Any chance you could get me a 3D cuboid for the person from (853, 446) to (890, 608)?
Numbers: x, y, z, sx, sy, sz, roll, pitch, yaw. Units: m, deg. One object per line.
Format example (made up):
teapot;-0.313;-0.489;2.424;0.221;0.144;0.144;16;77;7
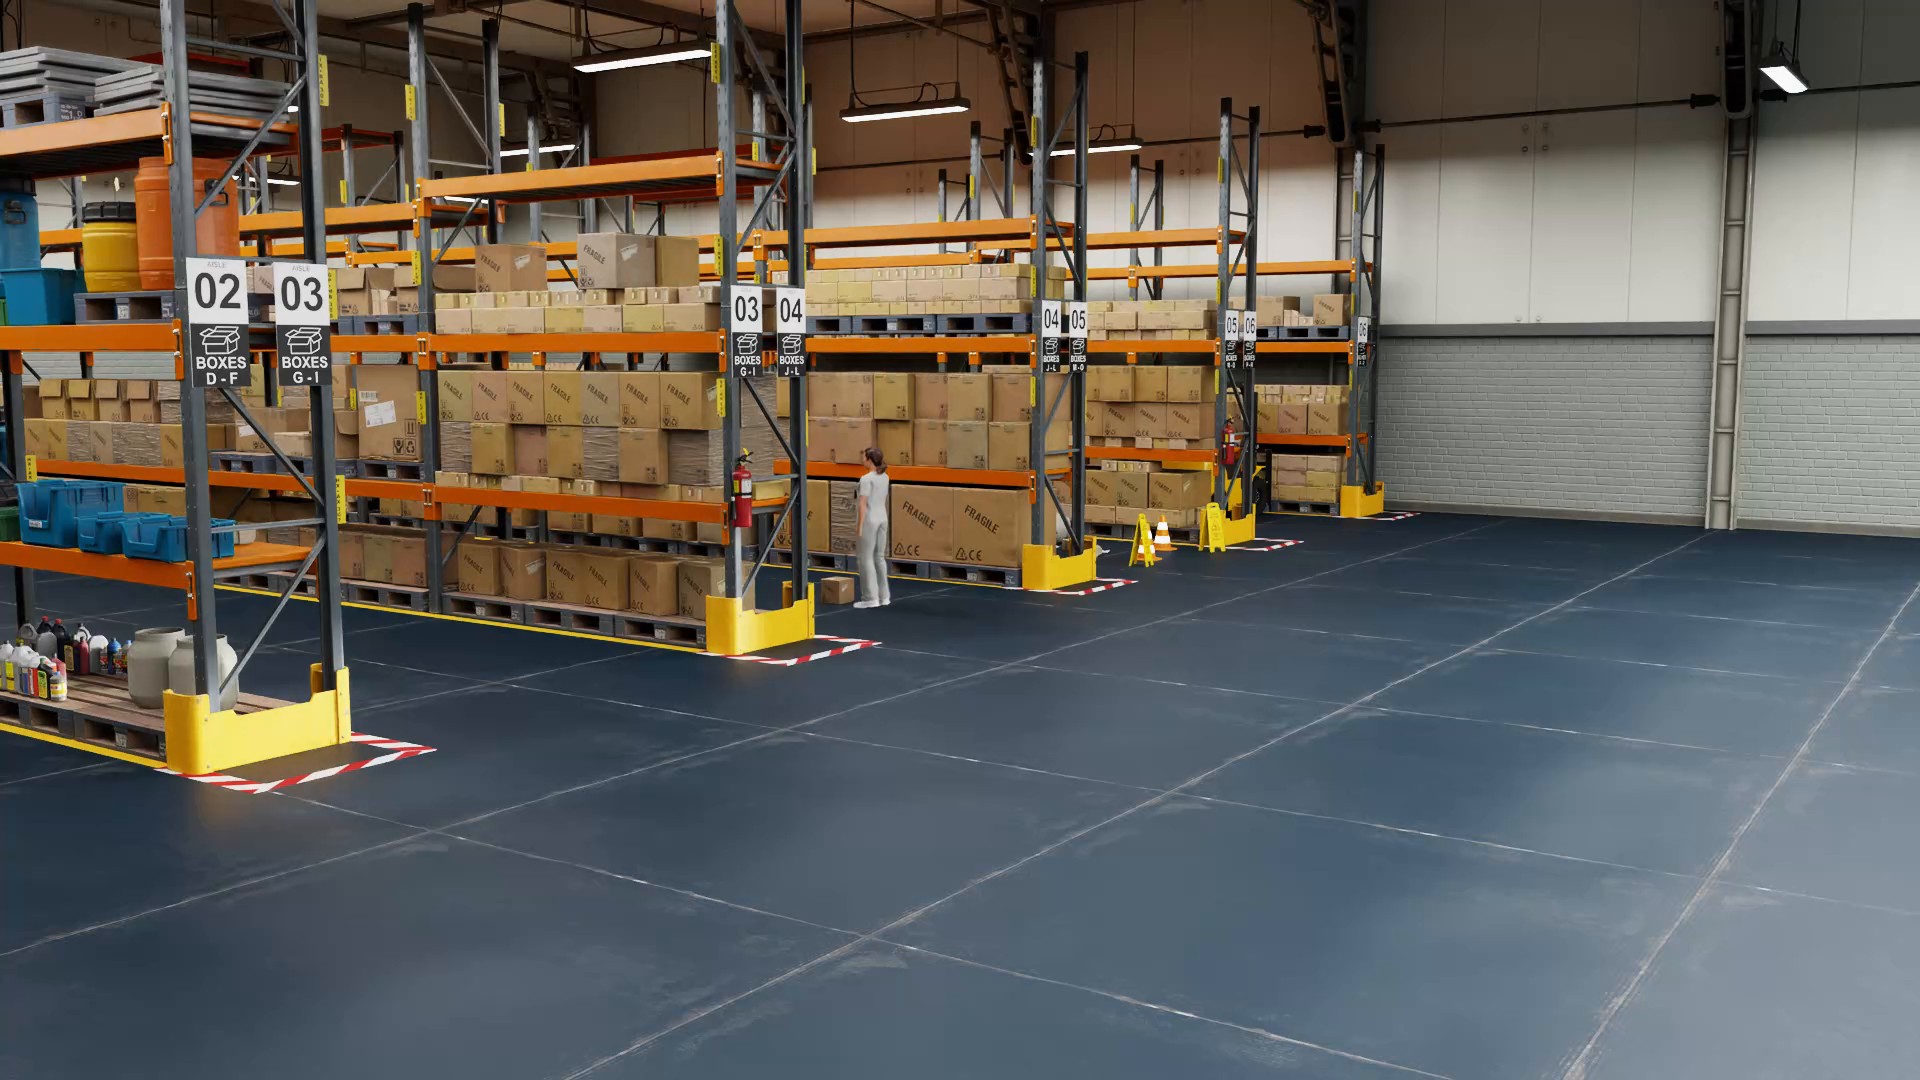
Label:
person;-0.909;-0.133;17.254;0.370;1.682;0.437;4;8;35
